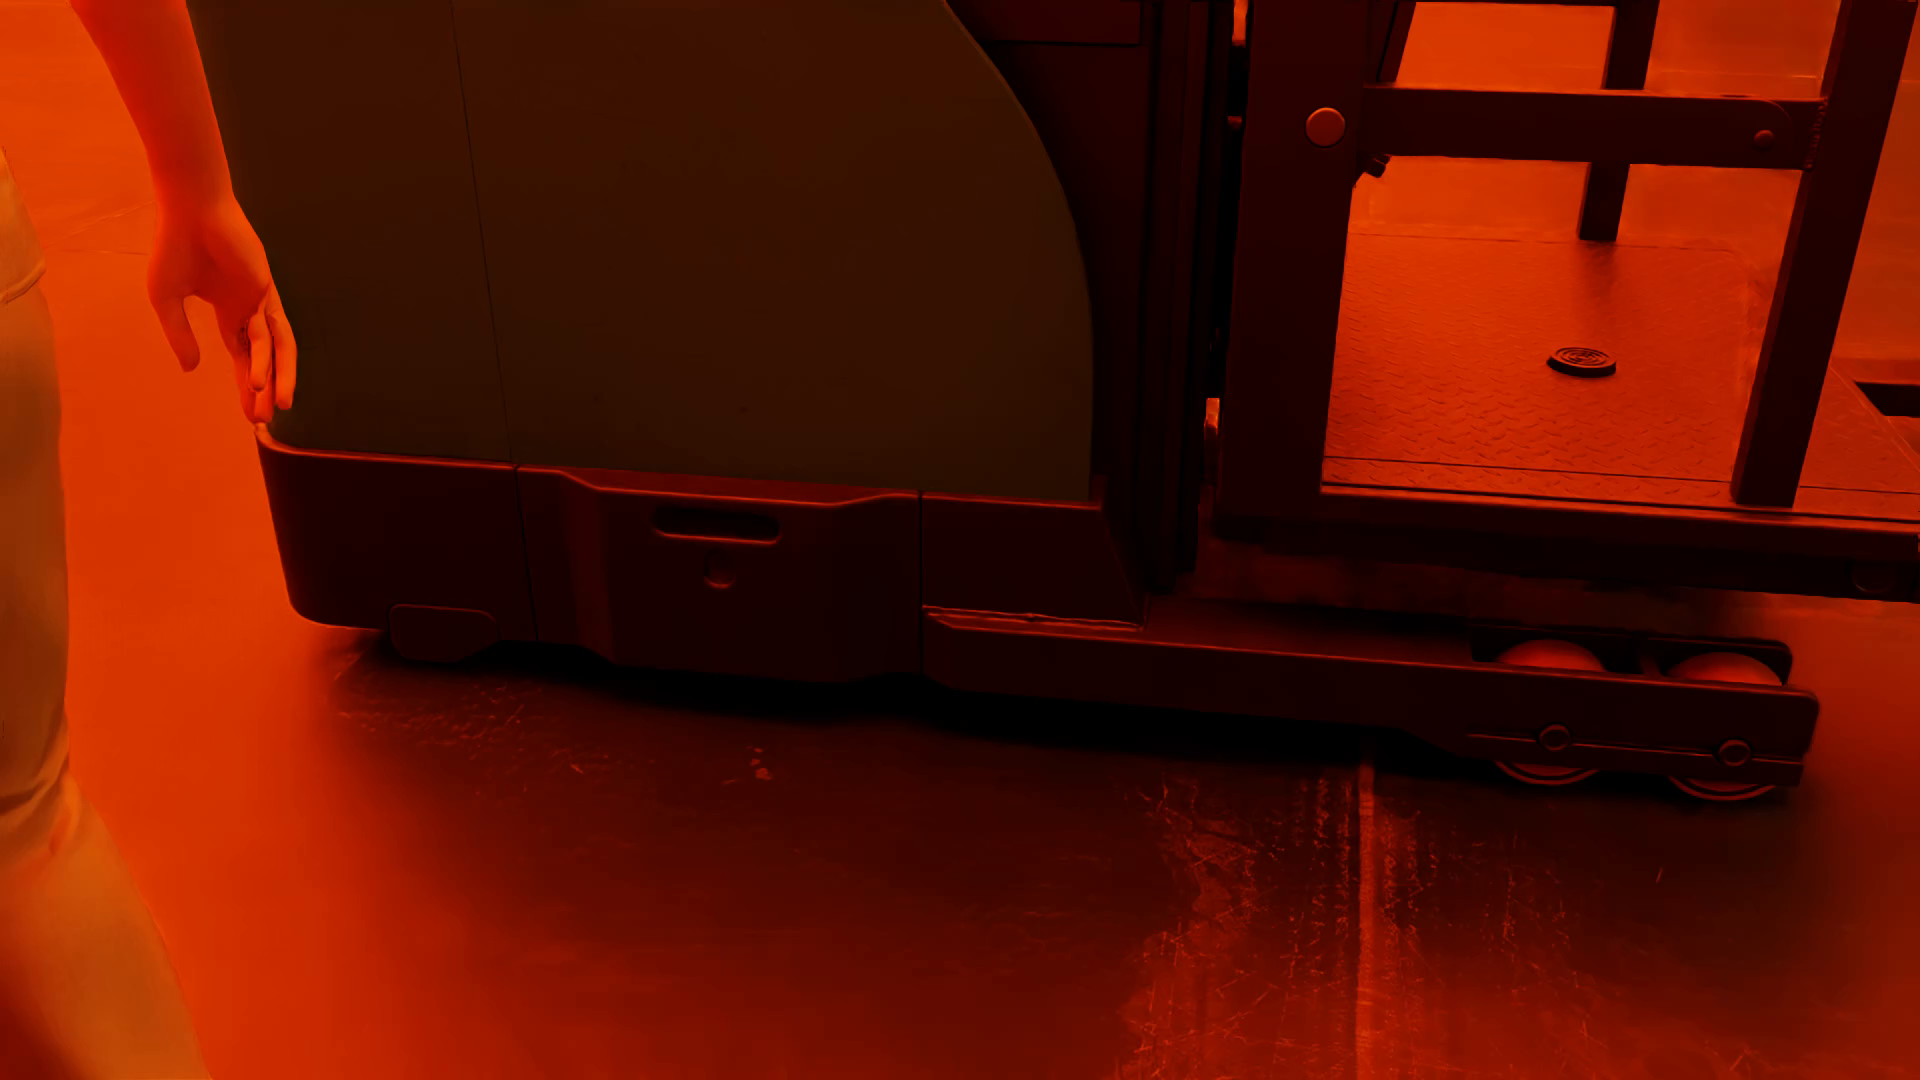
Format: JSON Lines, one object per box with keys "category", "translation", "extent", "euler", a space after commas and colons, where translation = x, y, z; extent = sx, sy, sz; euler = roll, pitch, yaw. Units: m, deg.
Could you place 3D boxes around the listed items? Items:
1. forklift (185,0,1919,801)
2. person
{"category": "forklift", "translation": [0.675, -1.268, 1.758], "extent": [3.031, 2.935, 1.130], "euler": [4, 27, 8]}
{"category": "person", "translation": [-0.703, -0.083, 0.843], "extent": [0.366, 1.648, 0.745], "euler": [13, 30, 24]}
